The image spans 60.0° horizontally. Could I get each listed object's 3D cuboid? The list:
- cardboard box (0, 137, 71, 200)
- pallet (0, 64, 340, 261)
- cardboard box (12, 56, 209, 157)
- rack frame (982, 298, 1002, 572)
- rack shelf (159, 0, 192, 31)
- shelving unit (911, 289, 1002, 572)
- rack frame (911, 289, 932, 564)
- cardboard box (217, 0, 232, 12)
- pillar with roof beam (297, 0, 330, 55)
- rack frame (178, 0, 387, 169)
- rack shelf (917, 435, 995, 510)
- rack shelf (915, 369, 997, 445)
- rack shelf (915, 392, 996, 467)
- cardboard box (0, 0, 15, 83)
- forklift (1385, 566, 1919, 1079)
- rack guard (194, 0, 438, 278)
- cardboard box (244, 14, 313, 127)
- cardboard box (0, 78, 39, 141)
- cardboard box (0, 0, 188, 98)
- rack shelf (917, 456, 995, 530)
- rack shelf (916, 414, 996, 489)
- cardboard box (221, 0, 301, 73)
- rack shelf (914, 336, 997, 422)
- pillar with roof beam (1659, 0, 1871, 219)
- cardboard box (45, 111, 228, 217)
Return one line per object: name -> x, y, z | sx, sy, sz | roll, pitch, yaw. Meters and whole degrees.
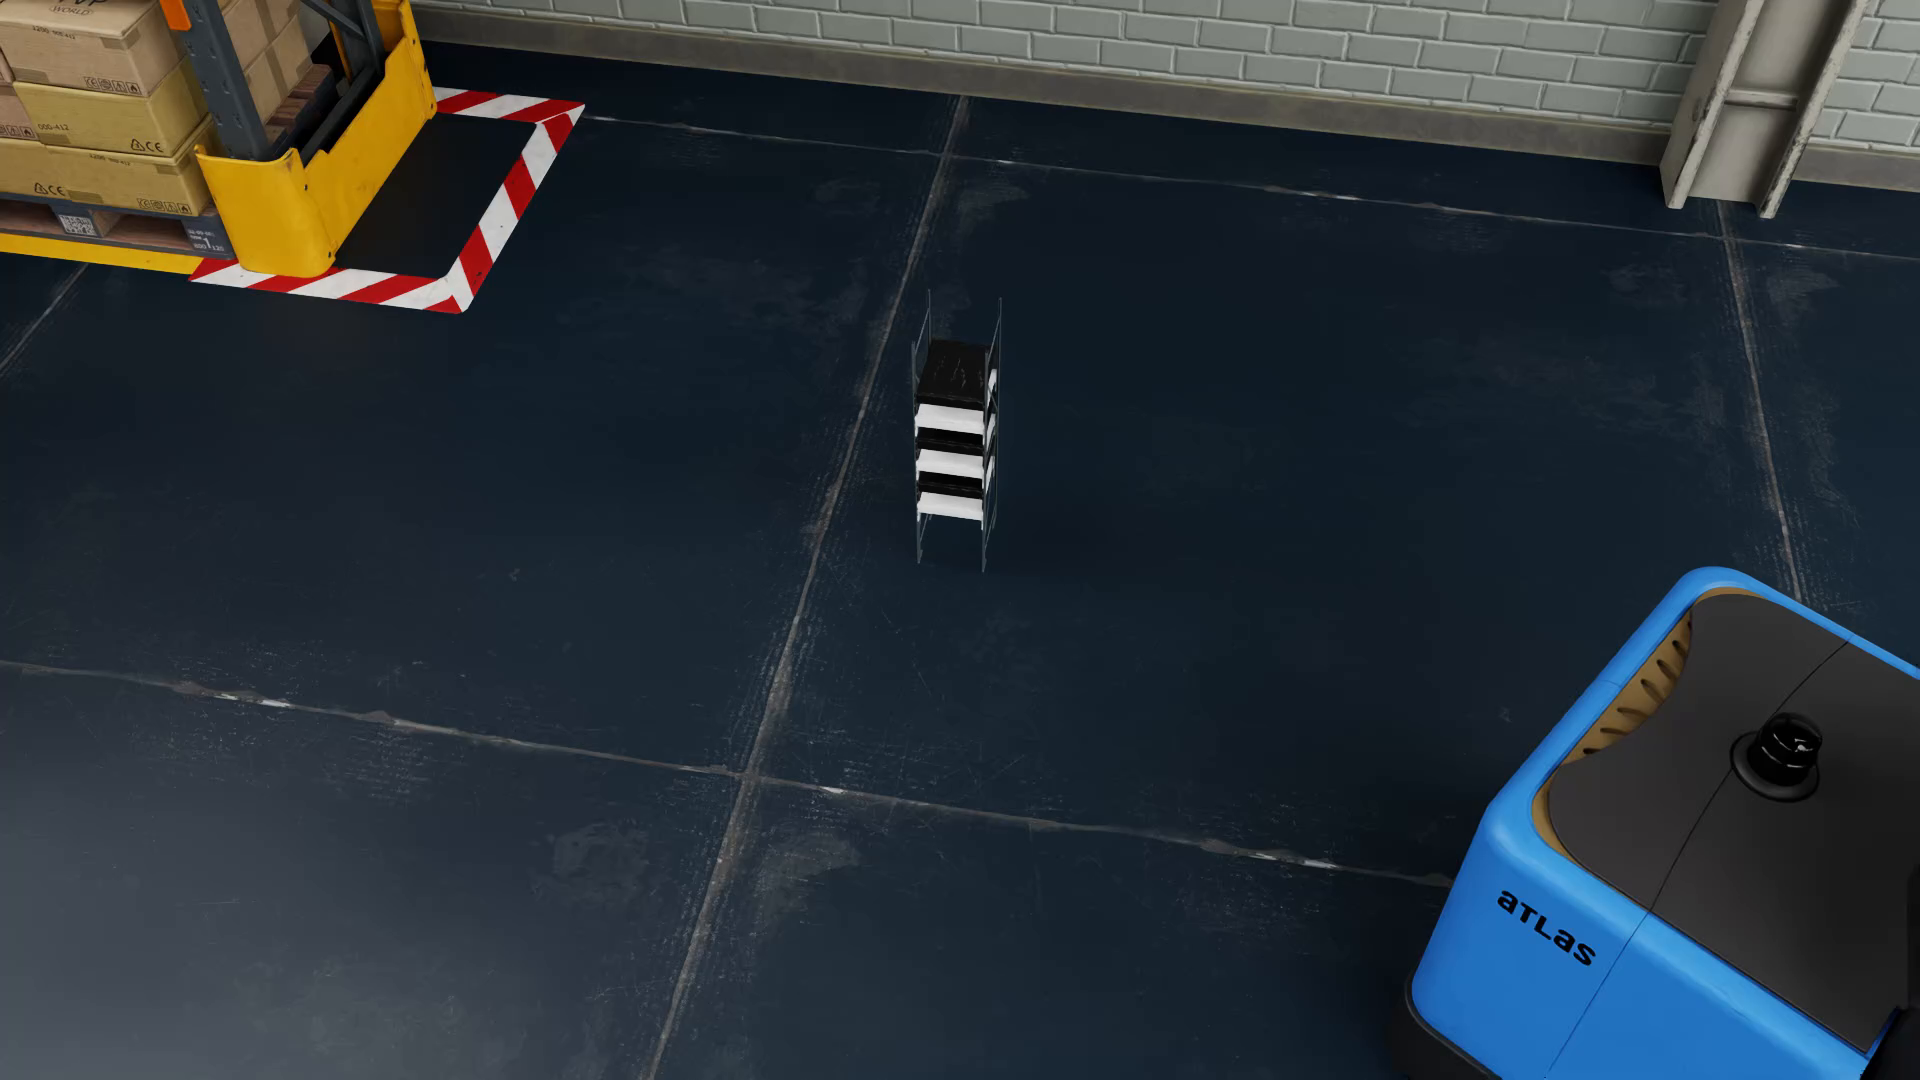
cardboard box -> -3.443, -1.536, 6.180 | 0.500, 0.250, 0.500 | 8, 49, 7
pallet -> -3.197, -1.550, 6.501 | 1.213, 0.211, 1.003 | 8, 49, 7
cardboard box -> -2.971, -1.635, 5.933 | 0.500, 0.250, 0.500 | 7, 48, 6
rack frame -> 0.092, -0.288, 4.904 | 0.006, 0.900, 0.240 | 8, 49, 7
rack shelf -> -4.405, -2.435, 5.905 | 4.000, 0.370, 1.077 | 8, 49, 7
shelving unit -> -0.008, -0.302, 4.916 | 0.210, 0.900, 0.258 | 8, 49, 7
rack frame -> -0.108, -0.315, 4.928 | 0.006, 0.900, 0.240 | 8, 49, 7
cardboard box -> -2.876, -2.169, 6.076 | 0.500, 0.250, 0.500 | 7, 48, 6
pillar with roof beam -> -3.727, -2.017, 1.013 | 0.400, 9.000, 9.100 | 8, 49, 7
rack frame -> -2.437, -2.411, 5.400 | 0.127, 3.000, 1.000 | 8, 49, 7
rack shelf -> -0.008, -0.219, 5.008 | 0.200, 0.077, 0.258 | 8, 49, 7
rack shelf -> -0.008, -0.400, 4.807 | 0.200, 0.077, 0.258 | 8, 49, 7
rack shelf -> -0.008, -0.340, 4.874 | 0.200, 0.077, 0.258 | 8, 49, 7
cardboard box -> -3.449, -1.863, 5.801 | 0.500, 0.250, 0.500 | 8, 49, 8
forklift -> 2.457, 0.783, 2.576 | 3.031, 2.935, 1.130 | 35, 57, 27
rack guard -> -2.413, -1.573, 6.327 | 0.348, 0.500, 1.175 | 8, 49, 7
cardboard box -> -2.885, -1.841, 6.454 | 0.500, 0.250, 0.500 | 8, 49, 7
cardboard box -> -3.463, -1.709, 6.000 | 0.500, 0.250, 0.500 | 7, 48, 6
cardboard box -> -2.945, -1.799, 5.744 | 0.500, 0.250, 0.500 | 9, 49, 8
rack shelf -> -0.008, -0.159, 5.075 | 0.200, 0.077, 0.258 | 8, 49, 7
rack shelf -> -0.008, -0.280, 4.941 | 0.200, 0.077, 0.258 | 8, 49, 7
cardboard box -> -2.862, -2.014, 6.273 | 0.500, 0.250, 0.500 | 8, 49, 8
rack shelf -> -0.008, -0.460, 4.740 | 0.200, 0.077, 0.258 | 8, 49, 7
pillar with roof beam -> 2.177, -1.223, 0.299 | 0.400, 9.000, 9.100 | 8, 49, 7
cardboard box -> -2.955, -1.464, 6.115 | 0.500, 0.250, 0.500 | 8, 49, 7
